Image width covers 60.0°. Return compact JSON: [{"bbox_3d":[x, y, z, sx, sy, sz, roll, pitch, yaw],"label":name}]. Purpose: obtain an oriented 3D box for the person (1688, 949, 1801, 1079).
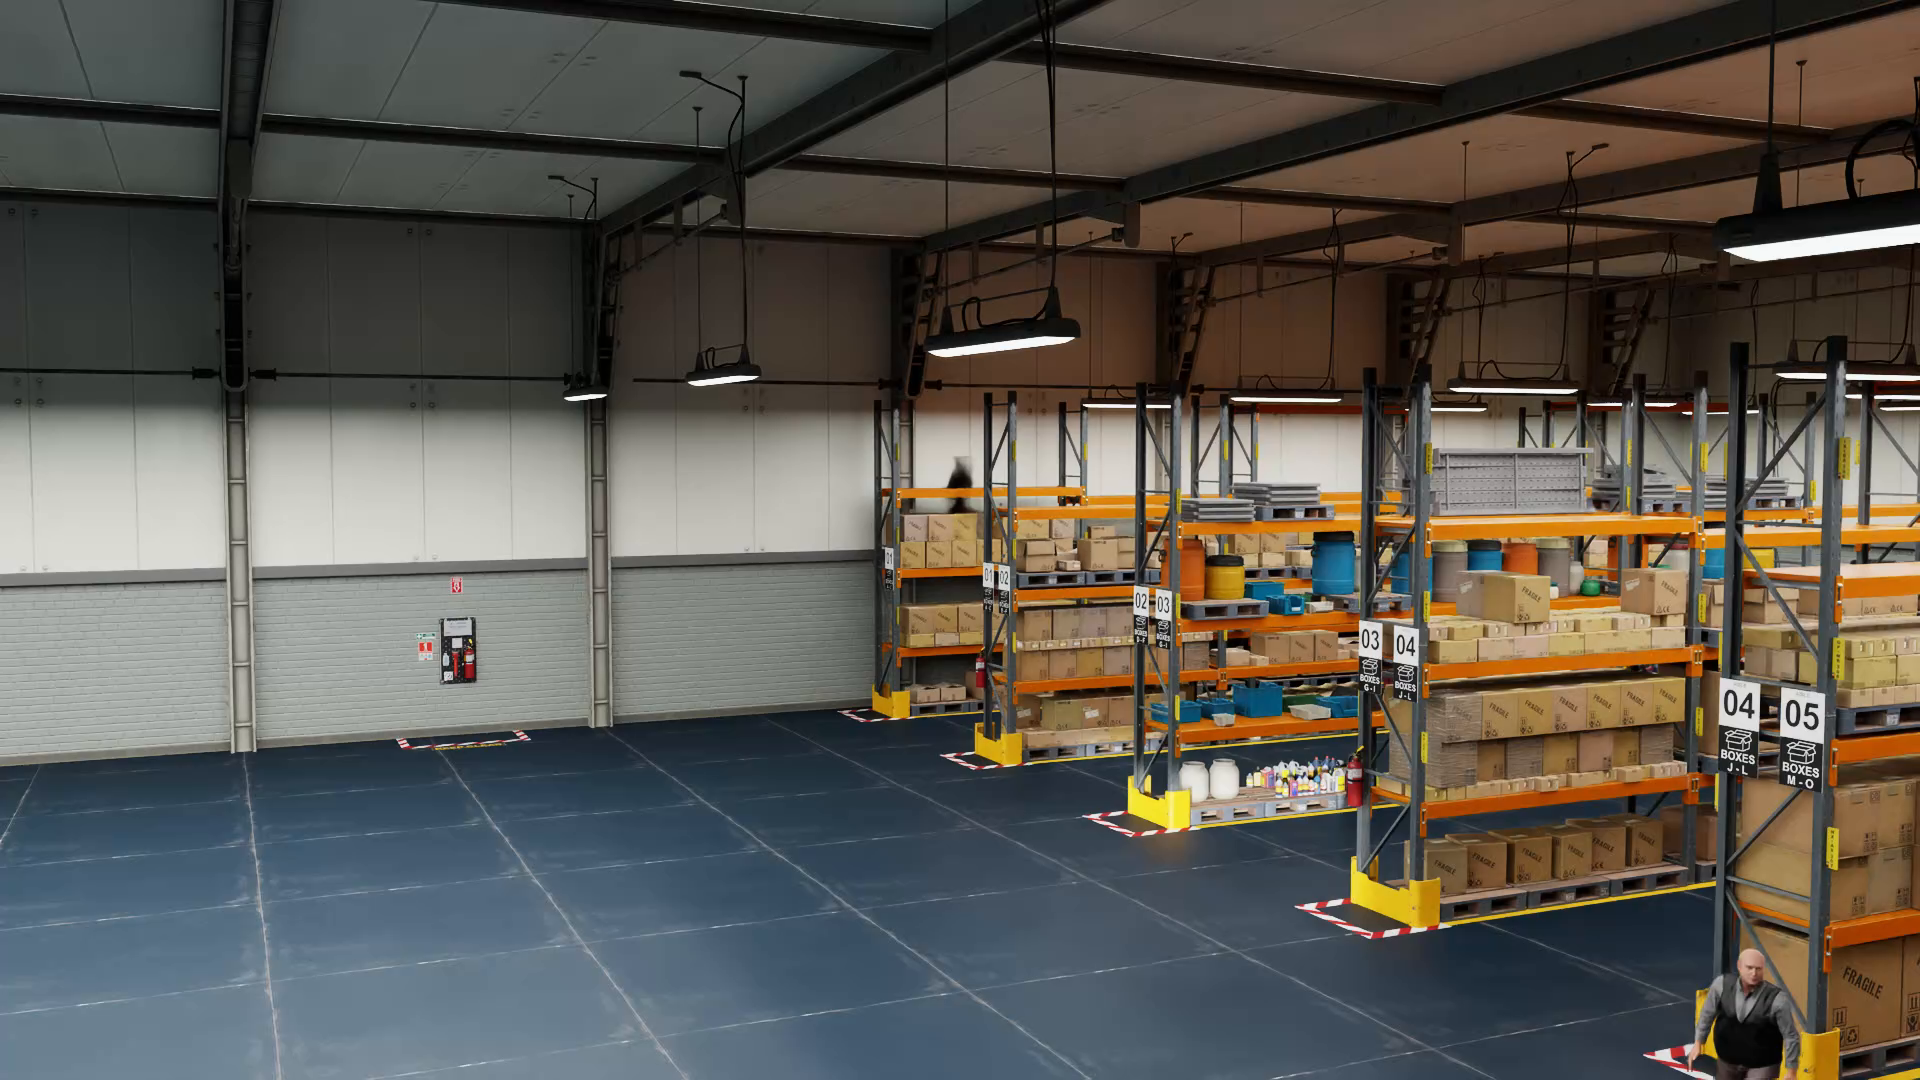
[{"bbox_3d":[5.588,3.660,11.753,0.715,1.666,0.860,3,4,41],"label":"person"}]
